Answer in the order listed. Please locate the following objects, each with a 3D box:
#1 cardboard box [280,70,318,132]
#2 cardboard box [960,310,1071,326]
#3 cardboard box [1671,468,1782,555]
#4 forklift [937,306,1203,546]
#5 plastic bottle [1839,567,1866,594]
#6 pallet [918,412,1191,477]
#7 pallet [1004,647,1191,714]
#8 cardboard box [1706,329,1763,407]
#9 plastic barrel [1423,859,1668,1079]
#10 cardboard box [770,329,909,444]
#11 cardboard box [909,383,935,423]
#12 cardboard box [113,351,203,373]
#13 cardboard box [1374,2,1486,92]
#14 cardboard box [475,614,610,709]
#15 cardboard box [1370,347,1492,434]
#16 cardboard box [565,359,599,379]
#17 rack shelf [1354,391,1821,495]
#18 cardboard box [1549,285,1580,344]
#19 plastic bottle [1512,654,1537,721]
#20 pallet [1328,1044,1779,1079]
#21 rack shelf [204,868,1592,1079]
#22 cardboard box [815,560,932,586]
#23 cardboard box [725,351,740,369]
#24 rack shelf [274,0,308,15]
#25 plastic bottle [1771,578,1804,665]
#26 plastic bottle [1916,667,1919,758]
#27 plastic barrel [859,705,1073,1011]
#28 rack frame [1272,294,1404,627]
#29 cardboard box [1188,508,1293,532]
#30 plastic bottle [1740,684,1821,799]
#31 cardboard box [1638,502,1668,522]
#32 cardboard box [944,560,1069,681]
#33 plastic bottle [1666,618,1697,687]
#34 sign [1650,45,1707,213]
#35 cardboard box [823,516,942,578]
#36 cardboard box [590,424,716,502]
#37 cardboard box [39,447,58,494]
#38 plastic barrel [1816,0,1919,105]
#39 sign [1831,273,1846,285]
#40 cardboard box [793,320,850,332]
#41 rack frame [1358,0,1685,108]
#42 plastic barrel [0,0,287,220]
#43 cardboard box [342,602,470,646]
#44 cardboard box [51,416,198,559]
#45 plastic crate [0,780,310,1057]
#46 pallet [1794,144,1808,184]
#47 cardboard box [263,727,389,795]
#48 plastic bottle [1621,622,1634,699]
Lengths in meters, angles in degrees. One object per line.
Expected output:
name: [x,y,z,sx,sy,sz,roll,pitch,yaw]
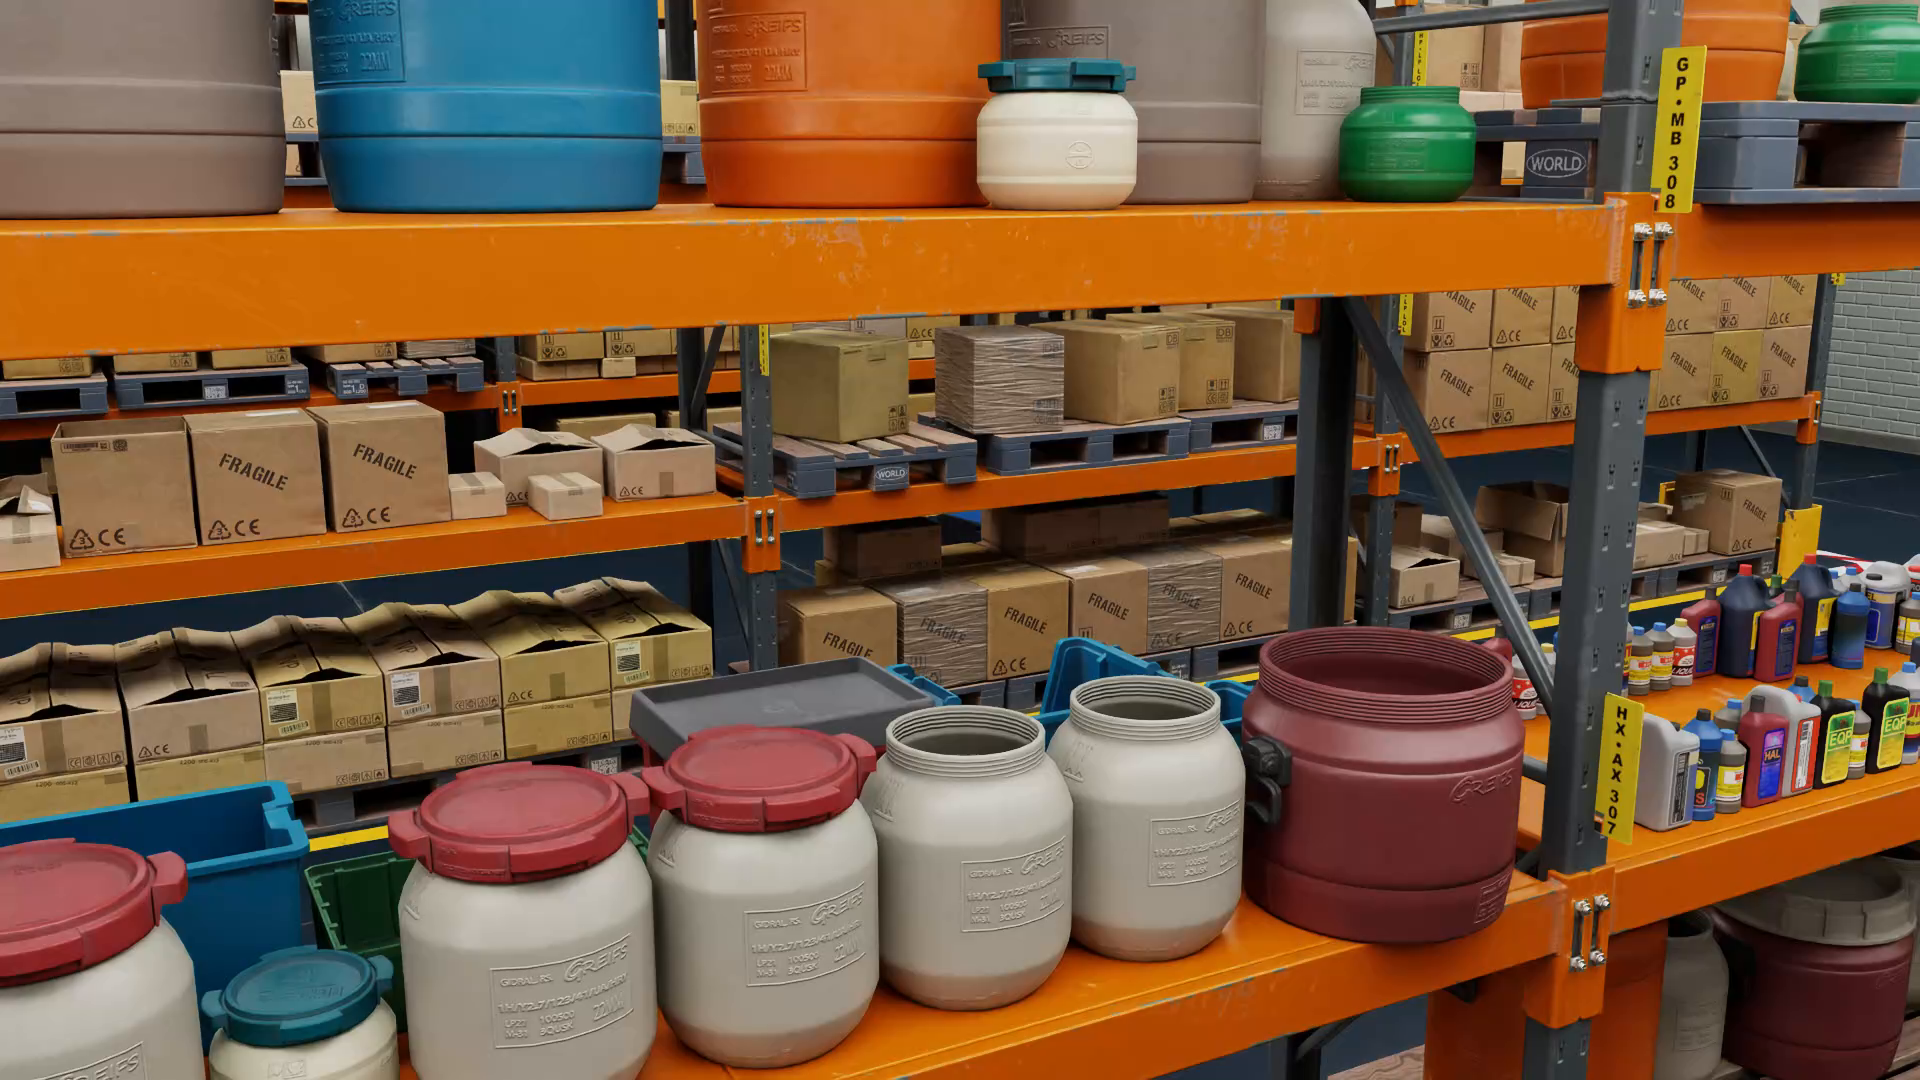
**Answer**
cardboard box: [-2.993,-1.840,7.006,0.500,0.250,0.500,-8,15,-33]
cardboard box: [0.429,-2.051,14.710,0.700,0.700,0.980,-7,14,-27]
cardboard box: [5.474,-0.208,11.894,0.500,0.500,0.500,-7,14,-28]
forklift: [1.152,-1.161,11.590,1.130,2.935,3.031,-10,16,-38]
plastic bottle: [2.972,0.225,5.572,0.097,0.271,0.097,0,13,0]
pallet: [0.516,-0.588,9.327,1.213,0.211,1.003,-7,14,-28]
pallet: [0.554,0.686,9.582,1.213,0.211,1.003,-7,14,-28]
cardboard box: [5.116,-1.212,11.434,0.500,0.500,0.500,-7,14,-27]
plastic barrel: [1.602,1.278,4.585,0.708,0.830,0.600,-7,14,-28]
cardboard box: [-0.690,-0.818,8.727,0.700,0.500,0.500,11,17,41]
cardboard box: [-0.563,-0.914,14.278,0.750,0.750,0.750,-7,14,-27]
cardboard box: [-5.557,-1.453,11.503,0.500,0.500,0.700,-5,14,-20]
cardboard box: [2.730,-2.955,10.073,0.500,0.500,0.700,-7,14,-28]
cardboard box: [-1.984,0.545,7.883,0.500,0.311,0.500,-7,14,-29]
cardboard box: [2.900,-0.947,10.257,0.500,0.500,0.500,-6,14,-26]
cardboard box: [-2.941,-1.332,12.725,0.250,0.149,0.380,-7,14,-27]
rack shelf: [4.077,-0.756,11.277,4.000,0.370,1.077,-7,14,-28]
cardboard box: [3.774,-1.537,10.603,0.500,0.500,0.500,-7,15,-30]
plastic bottle: [1.644,0.418,4.872,0.097,0.201,0.097,0,13,0]
pallet: [1.853,1.748,4.860,1.213,0.211,1.003,-7,14,-28]
rack shelf: [-0.574,1.040,3.294,4.000,0.370,1.077,-7,14,-28]
cardboard box: [-0.481,0.385,9.258,0.500,0.500,0.500,-6,14,-26]
cardboard box: [-1.825,-1.471,13.341,0.250,0.149,0.380,-7,14,-28]
rack shelf: [-5.321,-3.601,11.163,4.000,0.370,1.077,-7,14,-28]
plastic bottle: [2.643,0.269,5.348,0.133,0.283,0.061,-7,14,-28]
plastic bottle: [2.642,0.454,4.552,0.097,0.271,0.097,0,13,0]
plastic barrel: [0.011,0.618,3.277,0.421,0.512,0.421,0,13,0]
rack frame: [2.322,-0.897,10.263,0.127,3.000,1.000,-7,14,-28]
cardboard box: [1.780,0.112,10.472,0.500,0.500,0.500,-8,15,-30]
plastic bottle: [2.122,0.507,4.305,0.135,0.276,0.152,-7,14,-28]
cardboard box: [4.781,-0.136,12.141,0.500,0.250,0.500,-7,14,-28]
cardboard box: [0.247,0.428,9.067,0.500,0.500,0.500,-7,14,-29]
plastic bottle: [2.242,0.346,5.191,0.097,0.201,0.097,0,13,0]
sign: [1.451,-0.828,3.364,0.005,0.325,0.100,-7,14,-28]
cardboard box: [-0.433,0.012,9.205,0.500,0.250,0.500,-6,14,-26]
cardboard box: [-1.529,-0.403,8.270,0.500,0.311,0.500,-6,14,-24]
cardboard box: [-6.054,-0.498,11.474,0.500,0.250,0.500,-7,15,-29]
plastic barrel: [2.665,-1.471,4.717,0.433,0.535,0.433,0,13,0]
sign: [6.081,-1.928,11.486,0.005,0.325,0.100,-7,14,-28]
cardboard box: [-1.227,-1.851,13.551,0.500,0.500,0.500,-7,14,-28]
rack frame: [1.181,-2.448,3.491,0.127,3.000,1.000,-7,14,-28]
plastic barrel: [-1.414,-0.972,2.625,0.600,0.901,0.600,0,13,0]
cardboard box: [-2.695,0.495,8.105,0.500,0.311,0.500,-7,15,-29]
cardboard box: [-3.556,-0.237,7.104,0.500,0.500,0.500,-6,14,-24]
plastic crate: [-1.511,0.731,3.064,0.575,0.384,0.392,-7,14,-28]
pallet: [3.057,-1.092,4.728,1.213,0.211,1.003,-7,14,-28]
cardboard box: [-2.878,0.925,7.475,0.500,0.250,0.500,-7,14,-27]
plastic bottle: [1.986,0.343,5.046,0.097,0.271,0.097,0,13,0]
